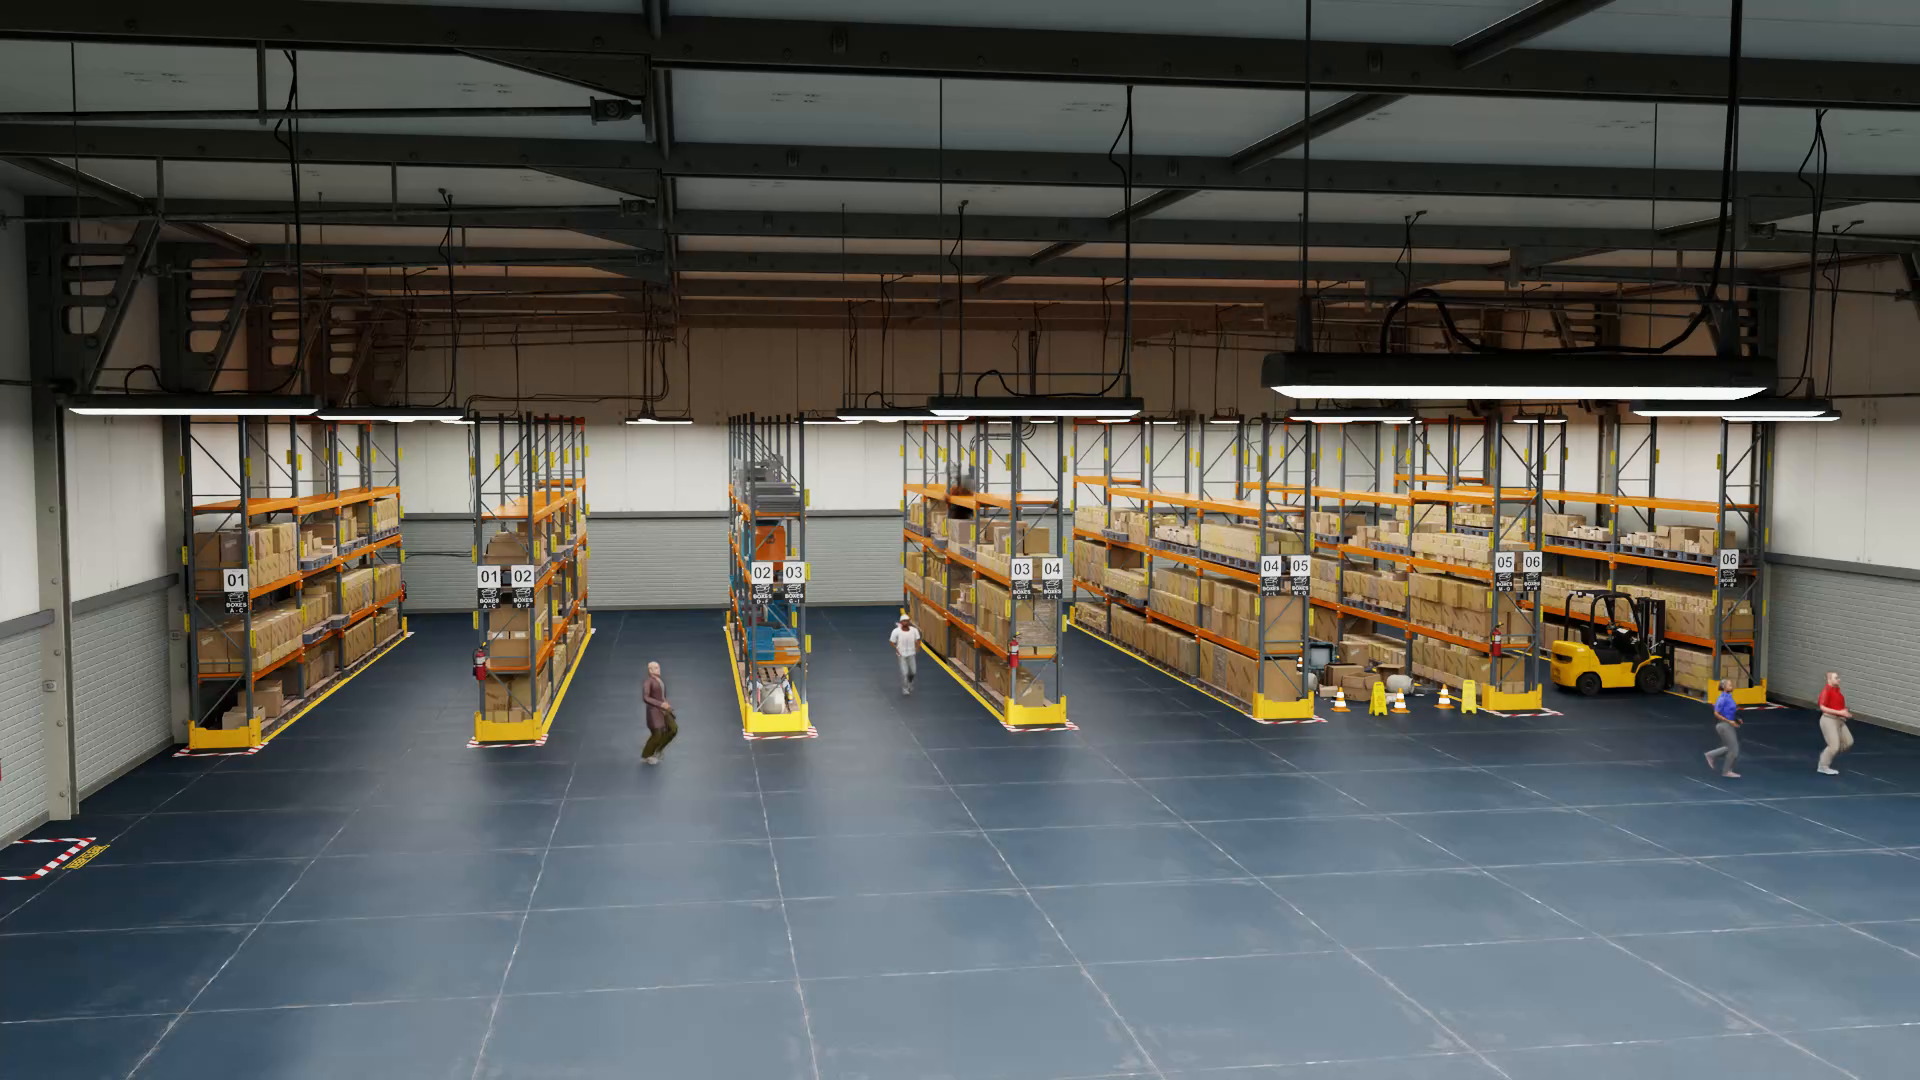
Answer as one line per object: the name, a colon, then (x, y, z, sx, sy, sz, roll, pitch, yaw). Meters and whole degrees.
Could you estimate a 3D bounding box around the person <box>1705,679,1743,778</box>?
person: (12.498, 3.073, 27.212, 0.570, 1.593, 0.575, 3, 5, 38)

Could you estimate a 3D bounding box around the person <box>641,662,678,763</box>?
person: (-5.134, 2.927, 28.254, 0.667, 1.735, 0.707, 1, 4, 21)

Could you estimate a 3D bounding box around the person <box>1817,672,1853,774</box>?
person: (14.413, 3.013, 27.337, 0.651, 1.680, 0.599, -3, 5, -39)

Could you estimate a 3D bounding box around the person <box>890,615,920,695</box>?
person: (-1.142, 2.446, 35.423, 0.674, 1.721, 0.569, -1, 4, -12)
